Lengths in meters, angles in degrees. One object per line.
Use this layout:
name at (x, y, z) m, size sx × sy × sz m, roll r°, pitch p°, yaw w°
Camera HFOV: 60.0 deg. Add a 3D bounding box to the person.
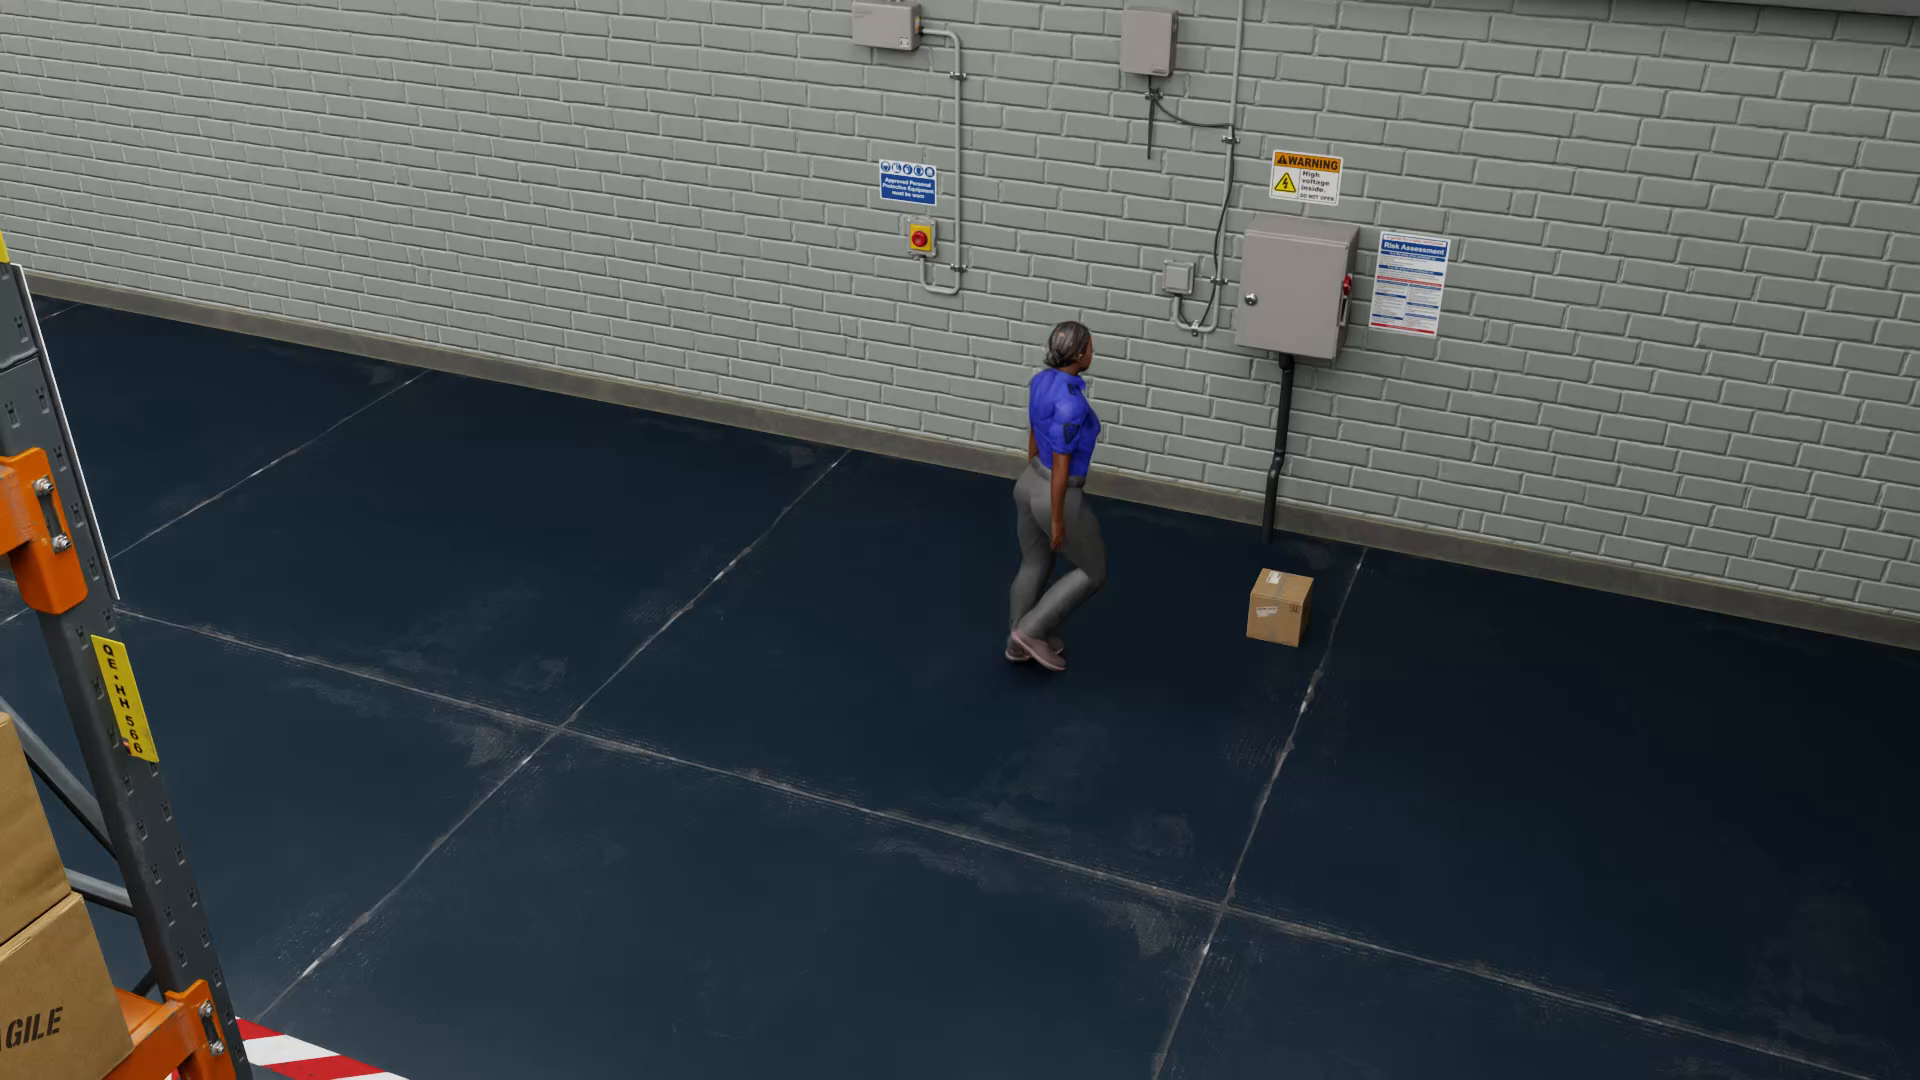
person at (0.406, -0.178, 7.421) m, size 0.452 × 1.648 × 0.495 m, roll -12°, pitch 32°, yaw -19°
